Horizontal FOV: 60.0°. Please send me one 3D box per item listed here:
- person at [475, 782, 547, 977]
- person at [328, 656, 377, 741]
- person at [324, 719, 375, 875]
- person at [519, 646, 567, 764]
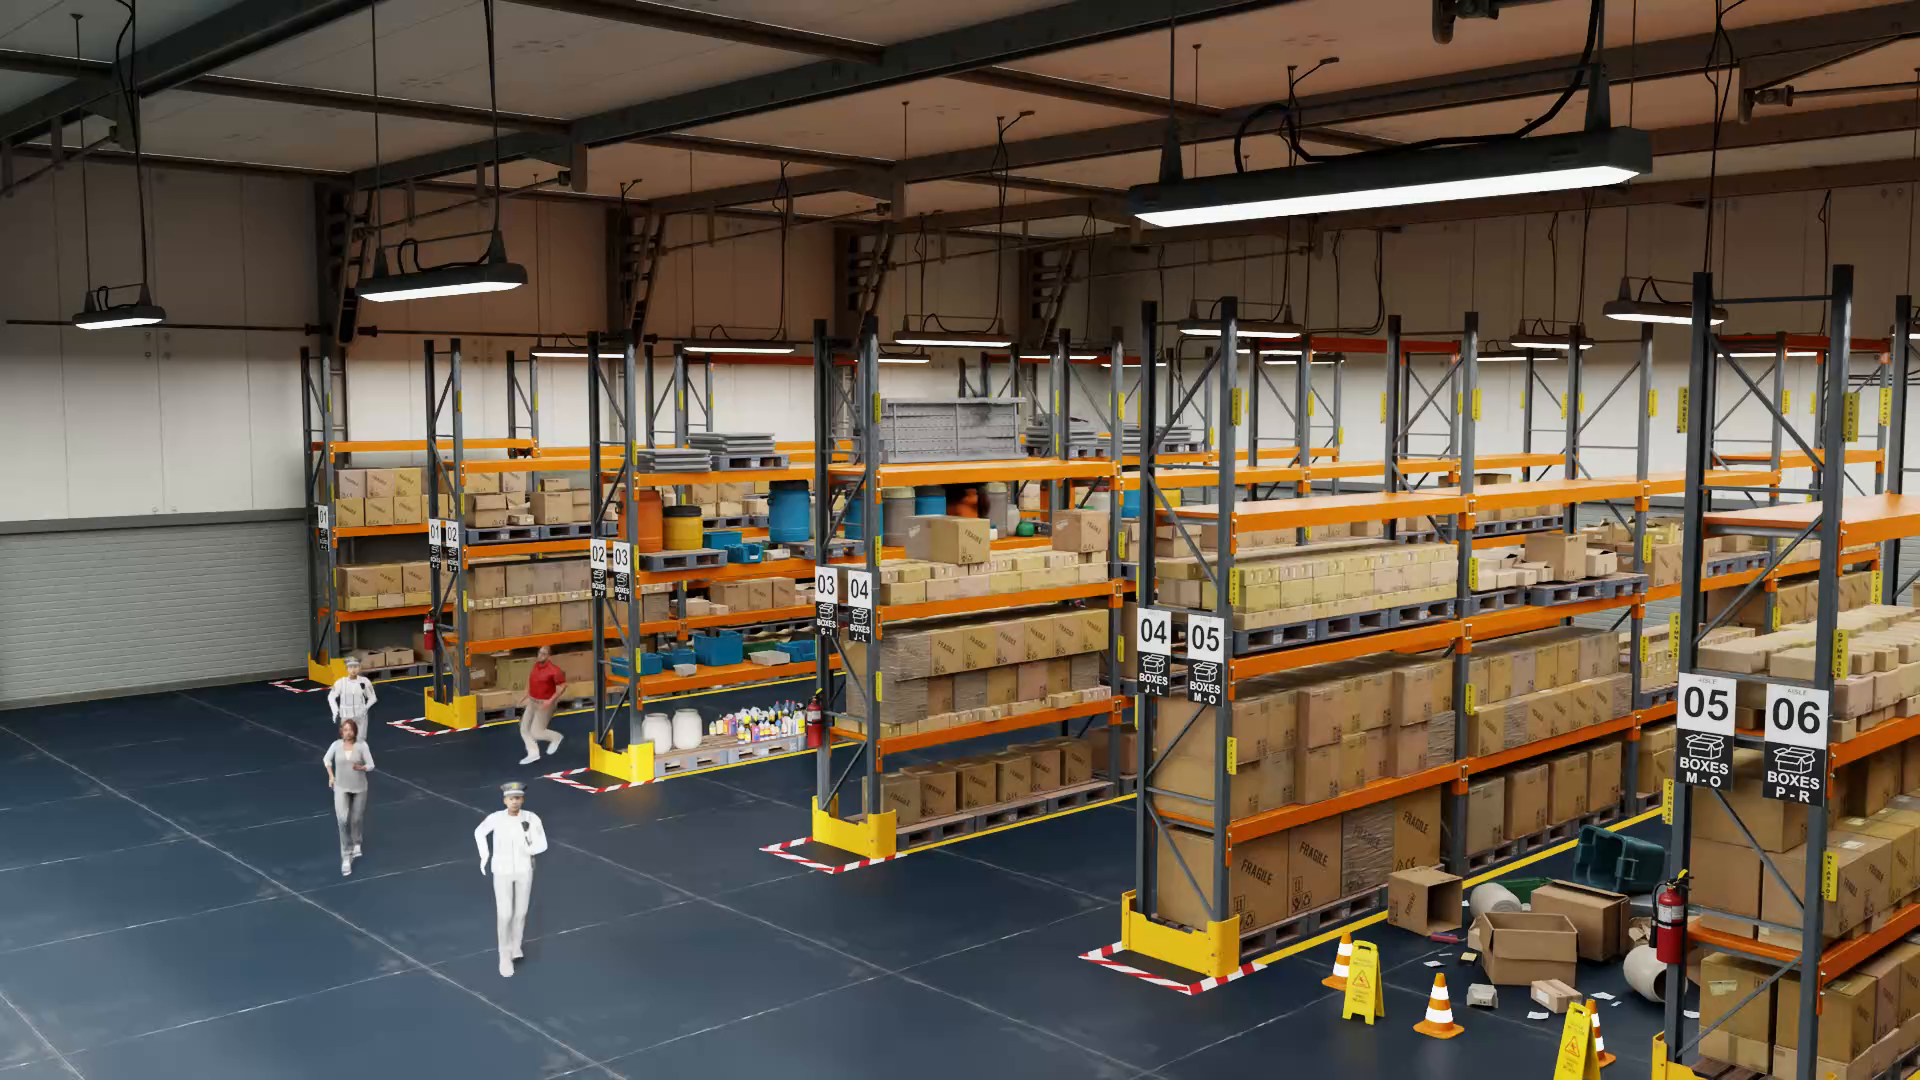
[{"bbox_3d":[-4.003,3.013,14.904,0.591,1.732,0.662,-2,5,-22],"label":"person"},{"bbox_3d":[-8.122,2.382,22.280,0.608,1.656,0.540,-2,6,-24],"label":"person"},{"bbox_3d":[-6.654,2.770,18.148,0.520,1.626,0.686,-2,5,-20],"label":"person"},{"bbox_3d":[-5.809,2.304,23.275,0.704,1.680,0.557,4,6,36],"label":"person"}]
